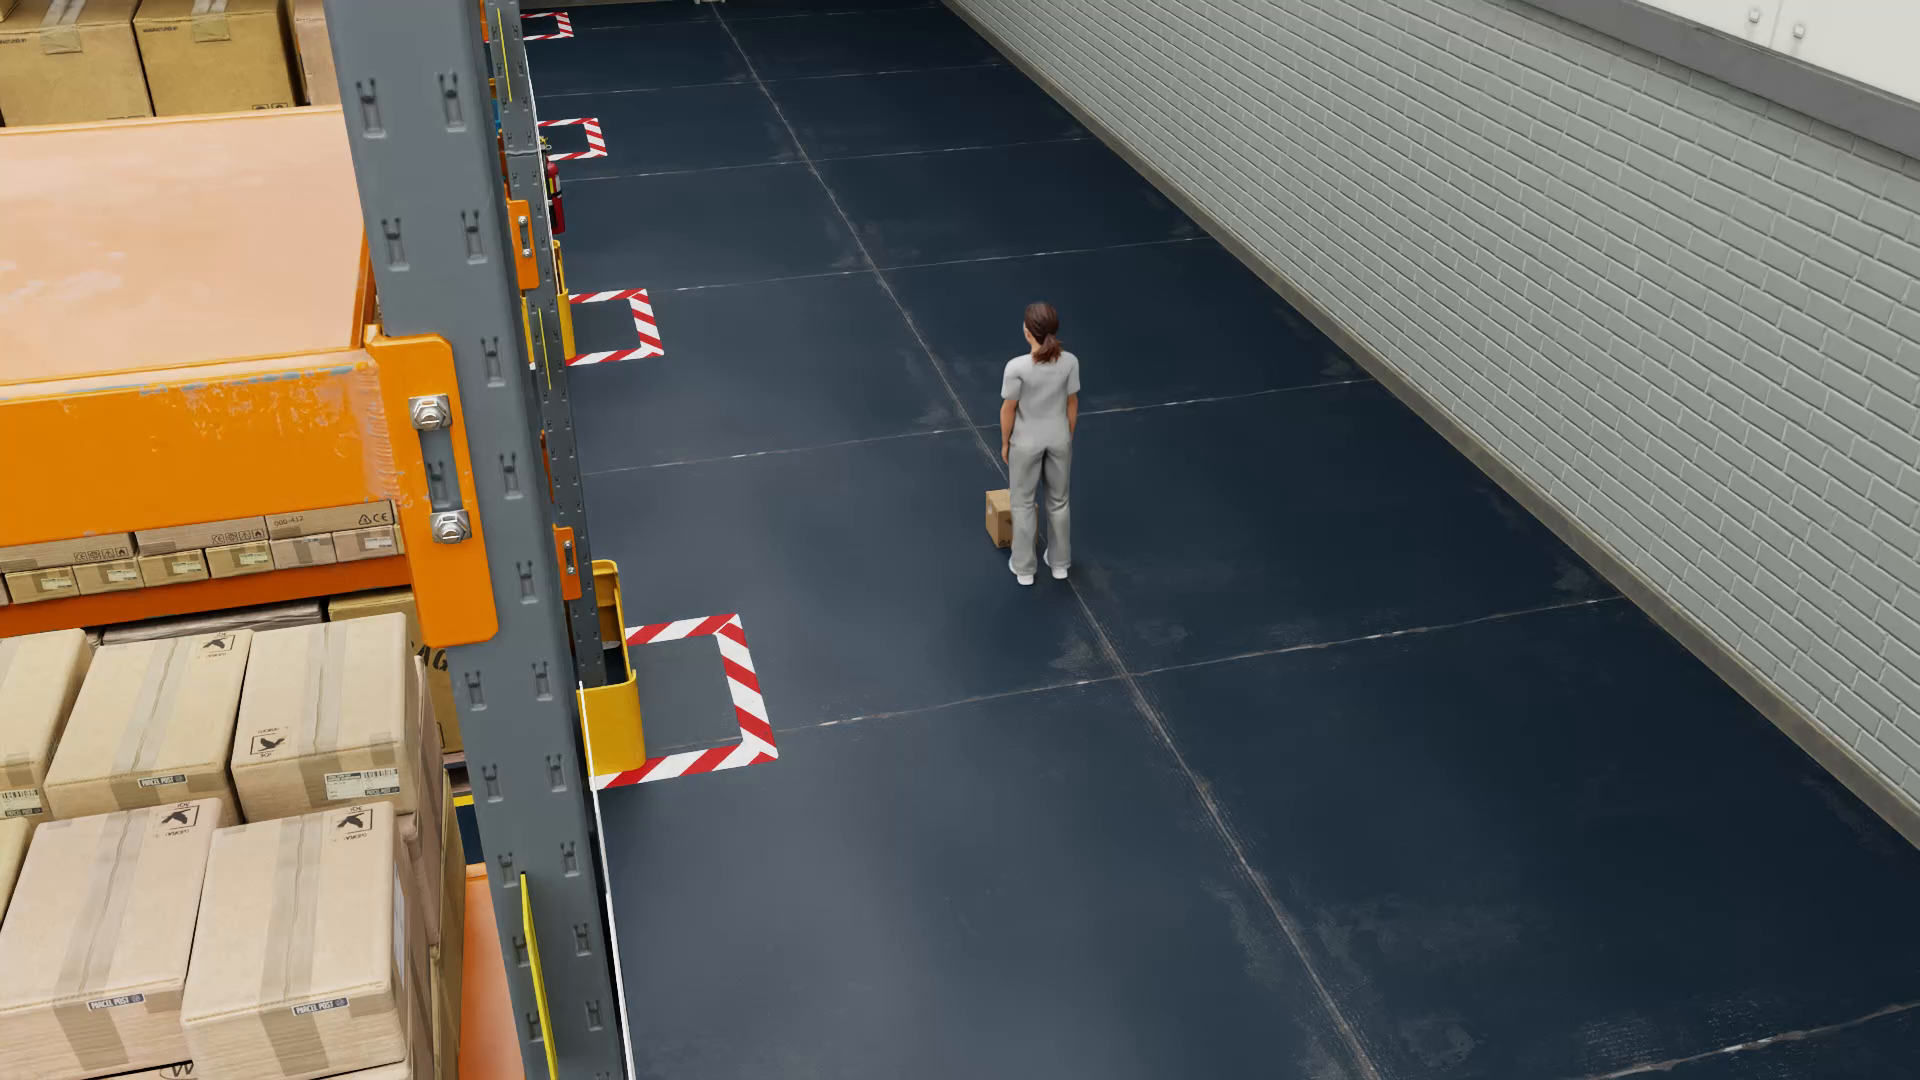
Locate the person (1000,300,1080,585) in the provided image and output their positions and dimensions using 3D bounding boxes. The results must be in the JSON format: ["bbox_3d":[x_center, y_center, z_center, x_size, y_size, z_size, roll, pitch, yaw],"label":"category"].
[{"bbox_3d":[0.424,-0.526,9.127,0.437,1.680,0.399,-7,31,-12],"label":"person"}]
